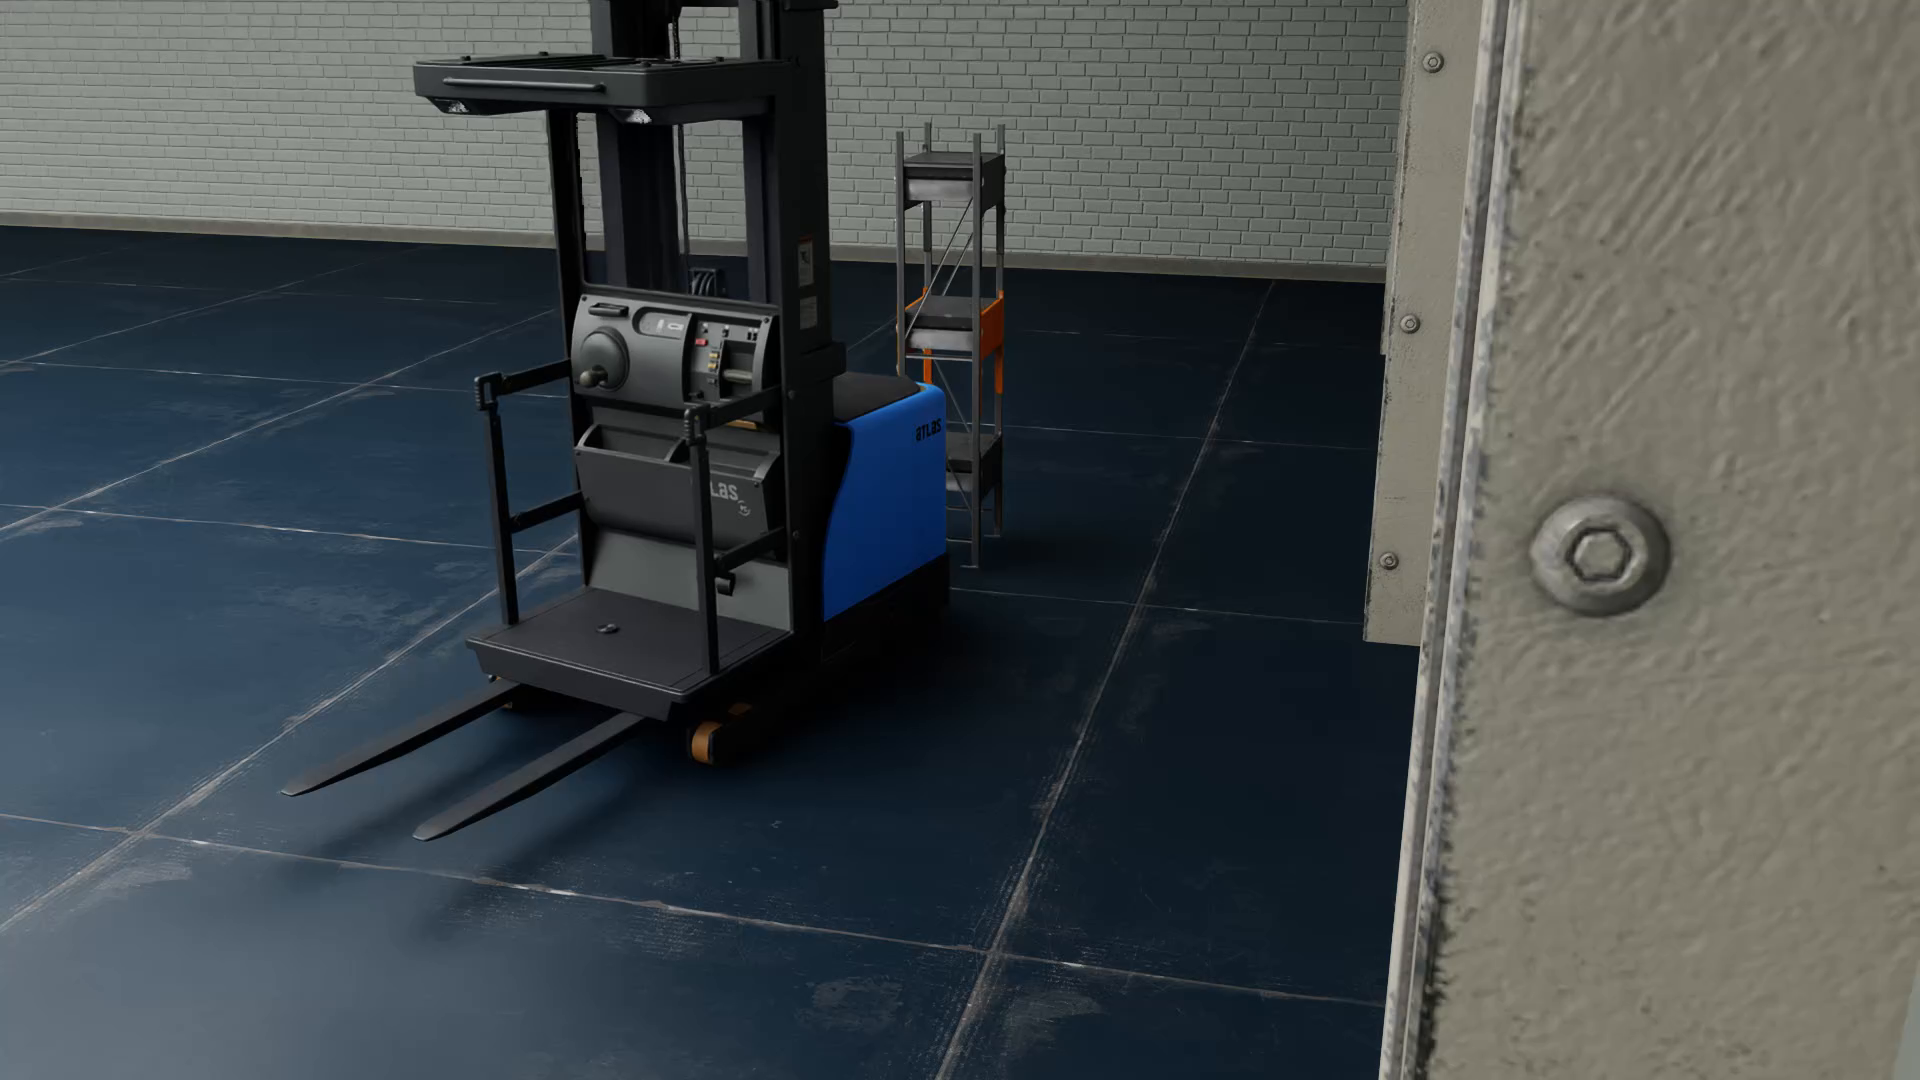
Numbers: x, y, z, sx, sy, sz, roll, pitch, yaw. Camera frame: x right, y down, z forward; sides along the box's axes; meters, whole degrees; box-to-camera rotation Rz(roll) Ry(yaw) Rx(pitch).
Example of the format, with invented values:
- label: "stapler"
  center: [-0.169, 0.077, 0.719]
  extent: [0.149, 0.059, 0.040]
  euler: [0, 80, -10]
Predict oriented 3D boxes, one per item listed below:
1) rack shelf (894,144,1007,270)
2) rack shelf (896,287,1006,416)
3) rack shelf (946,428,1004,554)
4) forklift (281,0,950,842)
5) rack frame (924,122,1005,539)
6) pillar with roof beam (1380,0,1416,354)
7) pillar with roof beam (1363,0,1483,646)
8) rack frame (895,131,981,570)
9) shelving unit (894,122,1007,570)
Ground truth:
- label: "rack shelf"
  center: [-0.040, -1.591, 7.919]
  extent: [0.431, 0.518, 0.480]
  euler: [5, 19, 13]
- label: "rack shelf"
  center: [-0.040, -0.929, 8.146]
  extent: [0.431, 0.518, 0.480]
  euler: [5, 19, 13]
- label: "rack shelf"
  center: [-0.040, -0.266, 8.372]
  extent: [0.431, 0.518, 0.480]
  euler: [5, 19, 13]
- label: "forklift"
  center: [-1.213, -0.716, 6.193]
  extent: [1.130, 2.935, 3.031]
  euler: [10, 21, 28]
- label: "rack frame"
  center: [0.019, -1.018, 8.365]
  extent: [0.400, 2.100, 0.015]
  euler: [5, 19, 13]
- label: "pillar with roof beam"
  center: [-0.734, -6.084, 12.523]
  extent: [9.100, 9.000, 0.400]
  euler: [5, 19, 13]
- label: "pillar with roof beam"
  center: [-2.200, -4.203, 7.017]
  extent: [9.100, 9.000, 0.400]
  euler: [5, 19, 13]
- label: "rack frame"
  center: [-0.100, -0.865, 7.917]
  extent: [0.400, 2.100, 0.015]
  euler: [5, 19, 13]
- label: "shelving unit"
  center: [-0.040, -0.942, 8.141]
  extent: [0.431, 2.100, 0.503]
  euler: [5, 19, 13]
